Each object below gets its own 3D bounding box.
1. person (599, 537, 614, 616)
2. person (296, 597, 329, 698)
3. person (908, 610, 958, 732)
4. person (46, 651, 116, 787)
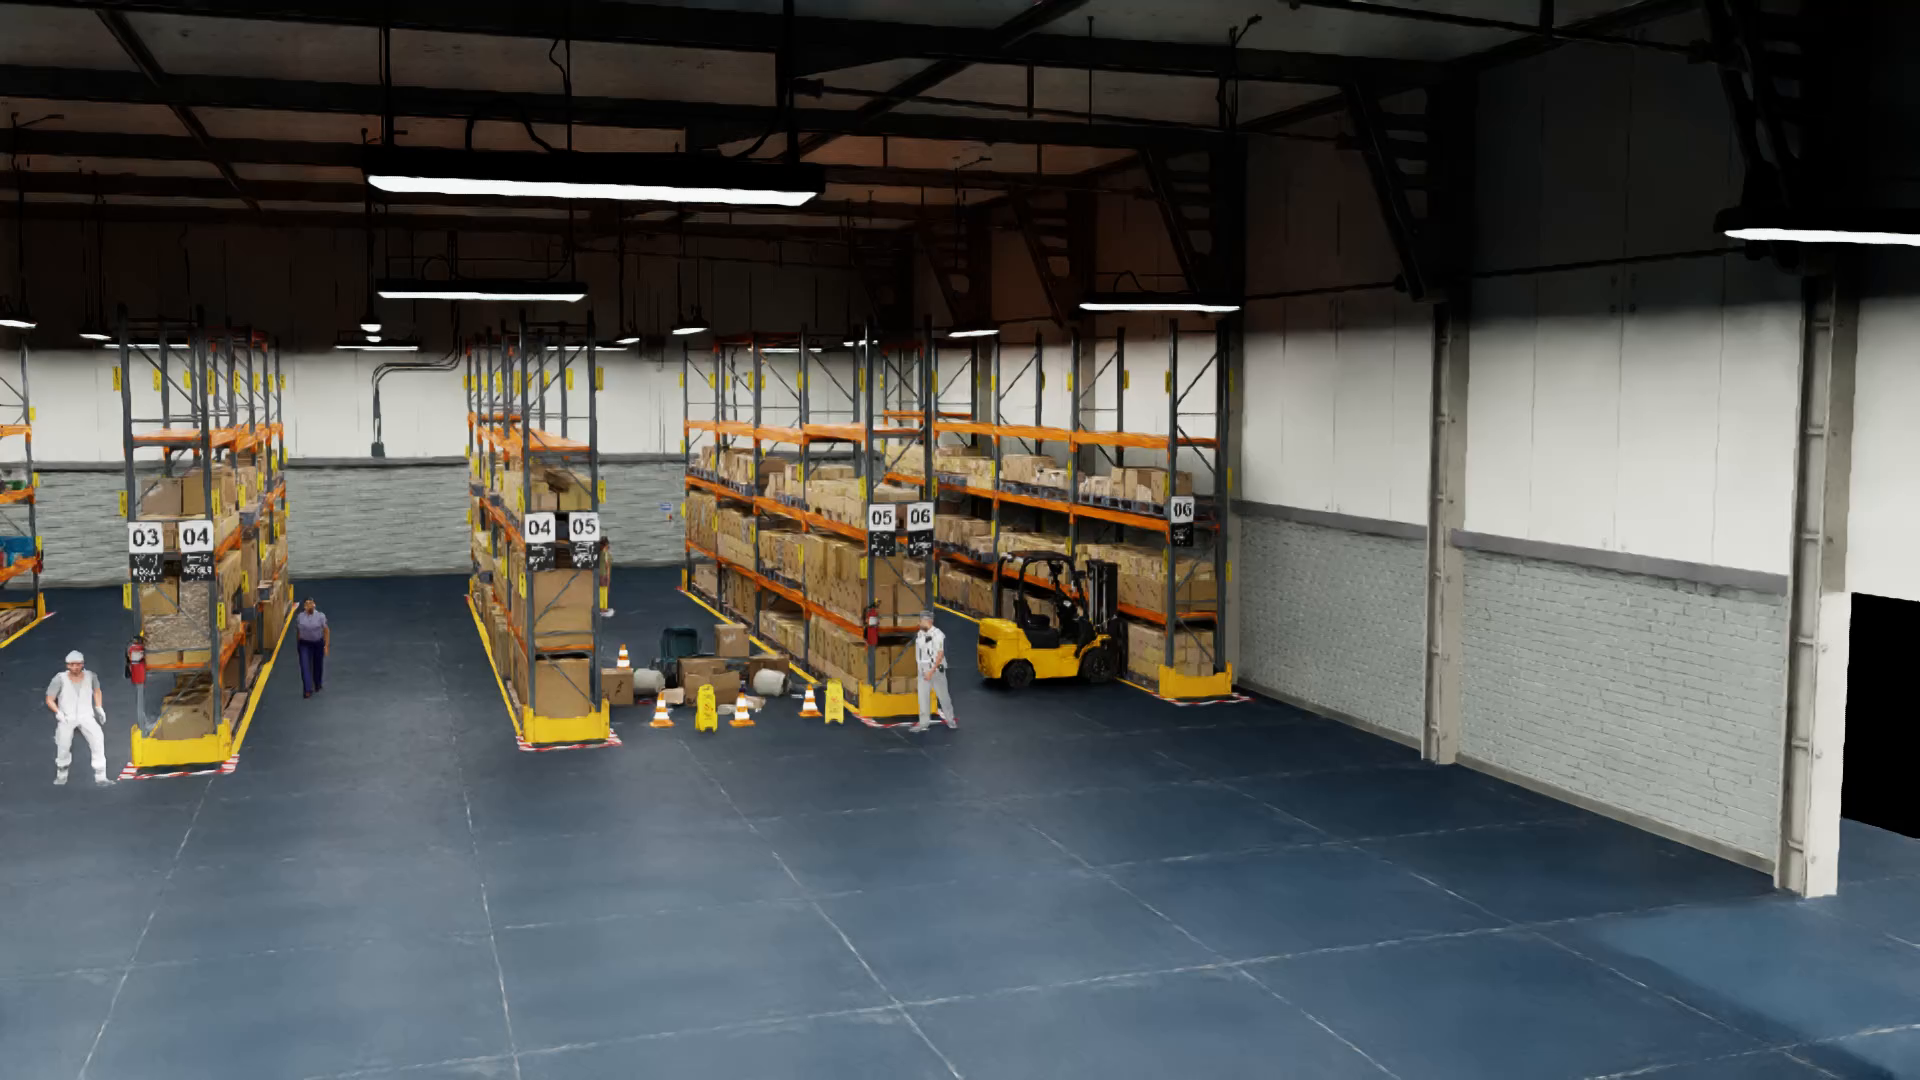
[{"bbox_3d":[-7.580,0.770,35.675,0.454,1.679,0.536,-4,7,-37],"label":"person"},{"bbox_3d":[-10.346,1.686,26.596,0.493,1.589,0.991,-2,6,-20],"label":"person"},{"bbox_3d":[-0.386,1.871,23.899,0.570,1.739,0.721,5,7,43],"label":"person"},{"bbox_3d":[-10.885,2.194,20.503,0.684,1.715,0.841,-4,7,-35],"label":"person"}]
